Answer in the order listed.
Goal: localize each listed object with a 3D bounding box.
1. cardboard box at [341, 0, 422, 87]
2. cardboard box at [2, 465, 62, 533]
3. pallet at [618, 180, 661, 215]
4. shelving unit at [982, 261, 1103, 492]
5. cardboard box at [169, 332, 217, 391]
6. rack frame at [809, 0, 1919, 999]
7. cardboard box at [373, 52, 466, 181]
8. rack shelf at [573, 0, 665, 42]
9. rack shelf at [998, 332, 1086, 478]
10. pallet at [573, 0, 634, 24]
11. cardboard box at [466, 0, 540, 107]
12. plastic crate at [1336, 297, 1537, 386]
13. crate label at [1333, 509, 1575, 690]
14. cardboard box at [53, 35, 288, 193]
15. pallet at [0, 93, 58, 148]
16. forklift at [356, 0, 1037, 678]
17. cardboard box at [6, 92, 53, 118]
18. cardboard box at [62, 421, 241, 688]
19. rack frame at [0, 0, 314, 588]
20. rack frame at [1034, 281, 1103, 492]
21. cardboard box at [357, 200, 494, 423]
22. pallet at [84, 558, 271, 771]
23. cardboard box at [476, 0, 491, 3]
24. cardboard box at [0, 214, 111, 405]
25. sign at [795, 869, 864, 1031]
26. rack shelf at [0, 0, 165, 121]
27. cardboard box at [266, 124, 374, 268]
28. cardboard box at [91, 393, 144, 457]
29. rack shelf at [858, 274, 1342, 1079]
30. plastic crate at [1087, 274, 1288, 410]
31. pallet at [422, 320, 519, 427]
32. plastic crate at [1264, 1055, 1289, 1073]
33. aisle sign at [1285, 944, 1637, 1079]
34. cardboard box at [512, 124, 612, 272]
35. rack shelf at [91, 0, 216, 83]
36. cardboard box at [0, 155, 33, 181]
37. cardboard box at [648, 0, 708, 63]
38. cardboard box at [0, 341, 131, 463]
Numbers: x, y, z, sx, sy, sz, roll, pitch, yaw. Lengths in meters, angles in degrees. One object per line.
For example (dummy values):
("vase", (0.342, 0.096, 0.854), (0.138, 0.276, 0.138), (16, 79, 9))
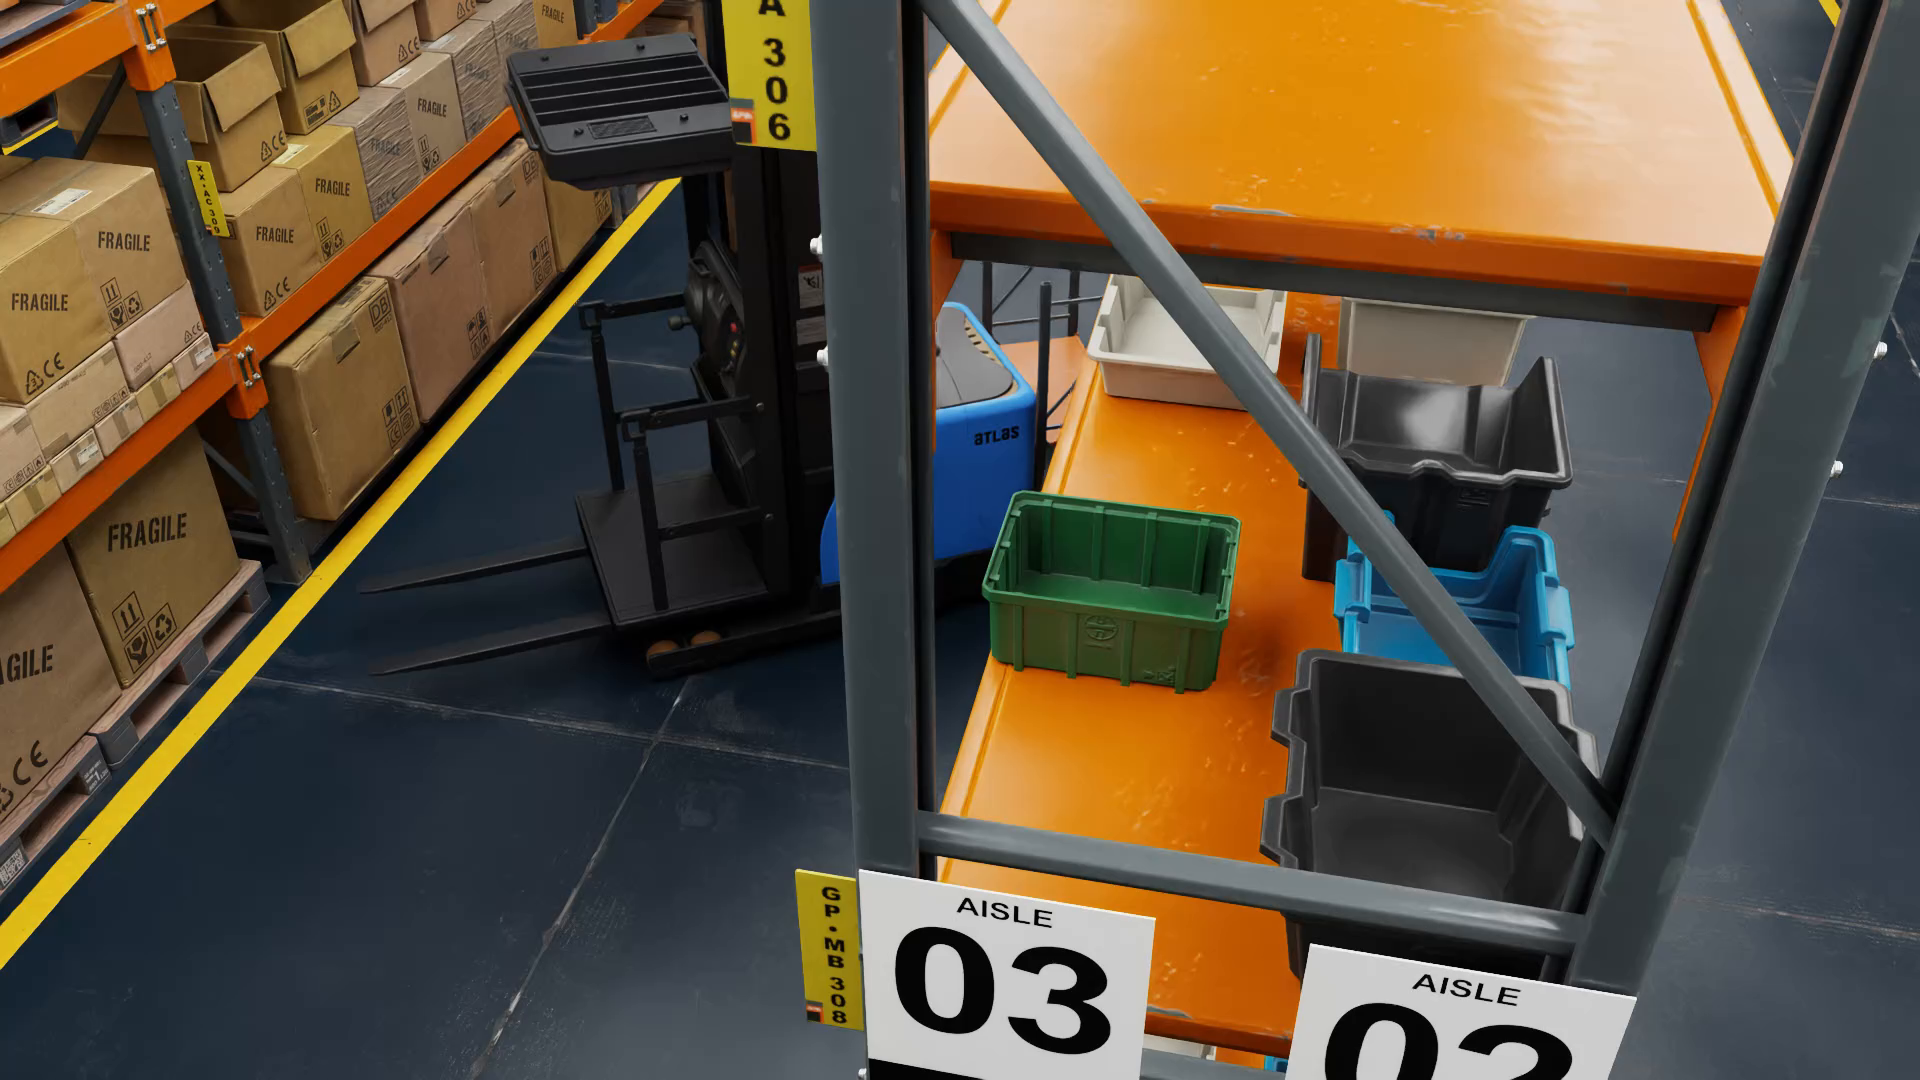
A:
("cardboard box", (-3.220, -2.649, 8.409), (0.797, 0.503, 0.637), (8, 37, 11))
("cardboard box", (-3.589, -0.177, 6.152), (0.380, 0.149, 0.250), (8, 37, 11))
("pallet", (-2.601, -2.697, 11.791), (1.003, 0.211, 1.213), (7, 37, 10))
("shelving unit", (0.481, -0.826, 8.111), (0.587, 1.500, 1.083), (-8, 37, -11))
("cardboard box", (-3.369, -0.767, 6.967), (0.380, 0.149, 0.250), (8, 37, 10))
("rack frame", (0.360, -0.600, 1.409), (1.000, 3.000, 0.127), (7, 37, 10))
("cardboard box", (-2.963, -2.230, 8.685), (0.500, 0.500, 0.500), (8, 37, 11))
("rack shelf", (-2.343, -4.233, 12.148), (1.077, 0.370, 4.000), (7, 37, 10))
("rack shelf", (0.478, -0.685, 8.224), (0.538, 0.185, 1.000), (-8, 37, -11))
("pallet", (-2.722, -3.722, 10.993), (1.213, 0.211, 1.003), (7, 37, 10))
("cardboard box", (-2.745, -2.819, 9.499), (0.500, 0.500, 0.500), (7, 37, 10))
("plastic crate", (1.135, -0.569, 4.024), (0.437, 0.282, 0.530), (7, 37, 10))
("crate label", (0.873, 0.187, 3.007), (0.408, 0.251, 0.502), (7, 37, 10))
("cardboard box", (-3.496, -1.899, 7.374), (0.797, 0.503, 0.637), (6, 36, 9))
("pallet", (-7.352, -3.371, 12.721), (1.003, 0.211, 1.213), (7, 37, 10))
("forklift", (-1.219, -0.924, 7.027), (3.031, 2.935, 1.130), (-12, 38, -16))
("cardboard box", (-7.376, -3.655, 12.296), (1.050, 0.750, 0.750), (7, 36, 9))
("cardboard box", (-3.843, -0.026, 7.183), (0.875, 0.875, 0.875), (7, 37, 10))
("rack frame", (-3.624, -1.085, 7.191), (1.000, 3.000, 0.127), (7, 37, 10))
("rack frame", (0.597, -0.541, 7.718), (0.500, 1.500, 0.032), (-8, 37, -11))
("cardboard box", (-3.317, -1.276, 8.908), (1.225, 0.875, 0.875), (6, 36, 8))
("pallet", (-3.863, 0.470, 7.421), (1.003, 0.211, 1.213), (7, 37, 10))
("cardboard box", (-2.942, -3.407, 9.455), (0.797, 0.503, 0.637), (9, 37, 12))
("cardboard box", (-3.572, -0.864, 6.122), (0.500, 0.500, 0.500), (8, 37, 10))
("sign", (-0.181, 0.597, 2.403), (0.100, 0.325, 0.005), (7, 37, 10))
("rack shelf", (-4.051, -0.861, 4.939), (1.077, 0.370, 4.000), (7, 37, 10))
("cardboard box", (-3.175, -1.646, 7.880), (0.500, 0.500, 0.500), (7, 37, 10))
("cardboard box", (-3.479, -0.472, 6.560), (0.380, 0.149, 0.250), (7, 36, 9))
("rack shelf", (0.787, -0.241, 4.083), (1.077, 0.370, 4.000), (7, 37, 10))
("plastic crate", (0.559, -0.494, 4.045), (0.437, 0.136, 0.530), (7, 37, 10))
("pallet", (-3.274, -1.109, 9.600), (1.003, 0.211, 1.213), (7, 37, 10))
("plastic crate", (0.875, 1.395, 3.861), (0.416, 0.233, 0.300), (7, 37, 10))
("aisle sign", (0.635, 0.855, 2.299), (0.394, 0.787, 0.004), (7, 37, 10))
("cardboard box", (-2.937, -2.295, 10.313), (1.225, 0.875, 0.875), (6, 36, 8))
("rack shelf", (-3.197, -3.155, 8.104), (1.077, 0.370, 4.000), (7, 37, 10))
("cardboard box", (-3.976, -1.206, 6.593), (0.500, 0.500, 0.500), (7, 37, 10))
("cardboard box", (-2.307, -3.896, 12.825), (0.700, 0.500, 0.500), (4, 36, 6))
("cardboard box", (-3.570, -0.561, 6.343), (0.500, 0.250, 0.500), (8, 37, 11))
